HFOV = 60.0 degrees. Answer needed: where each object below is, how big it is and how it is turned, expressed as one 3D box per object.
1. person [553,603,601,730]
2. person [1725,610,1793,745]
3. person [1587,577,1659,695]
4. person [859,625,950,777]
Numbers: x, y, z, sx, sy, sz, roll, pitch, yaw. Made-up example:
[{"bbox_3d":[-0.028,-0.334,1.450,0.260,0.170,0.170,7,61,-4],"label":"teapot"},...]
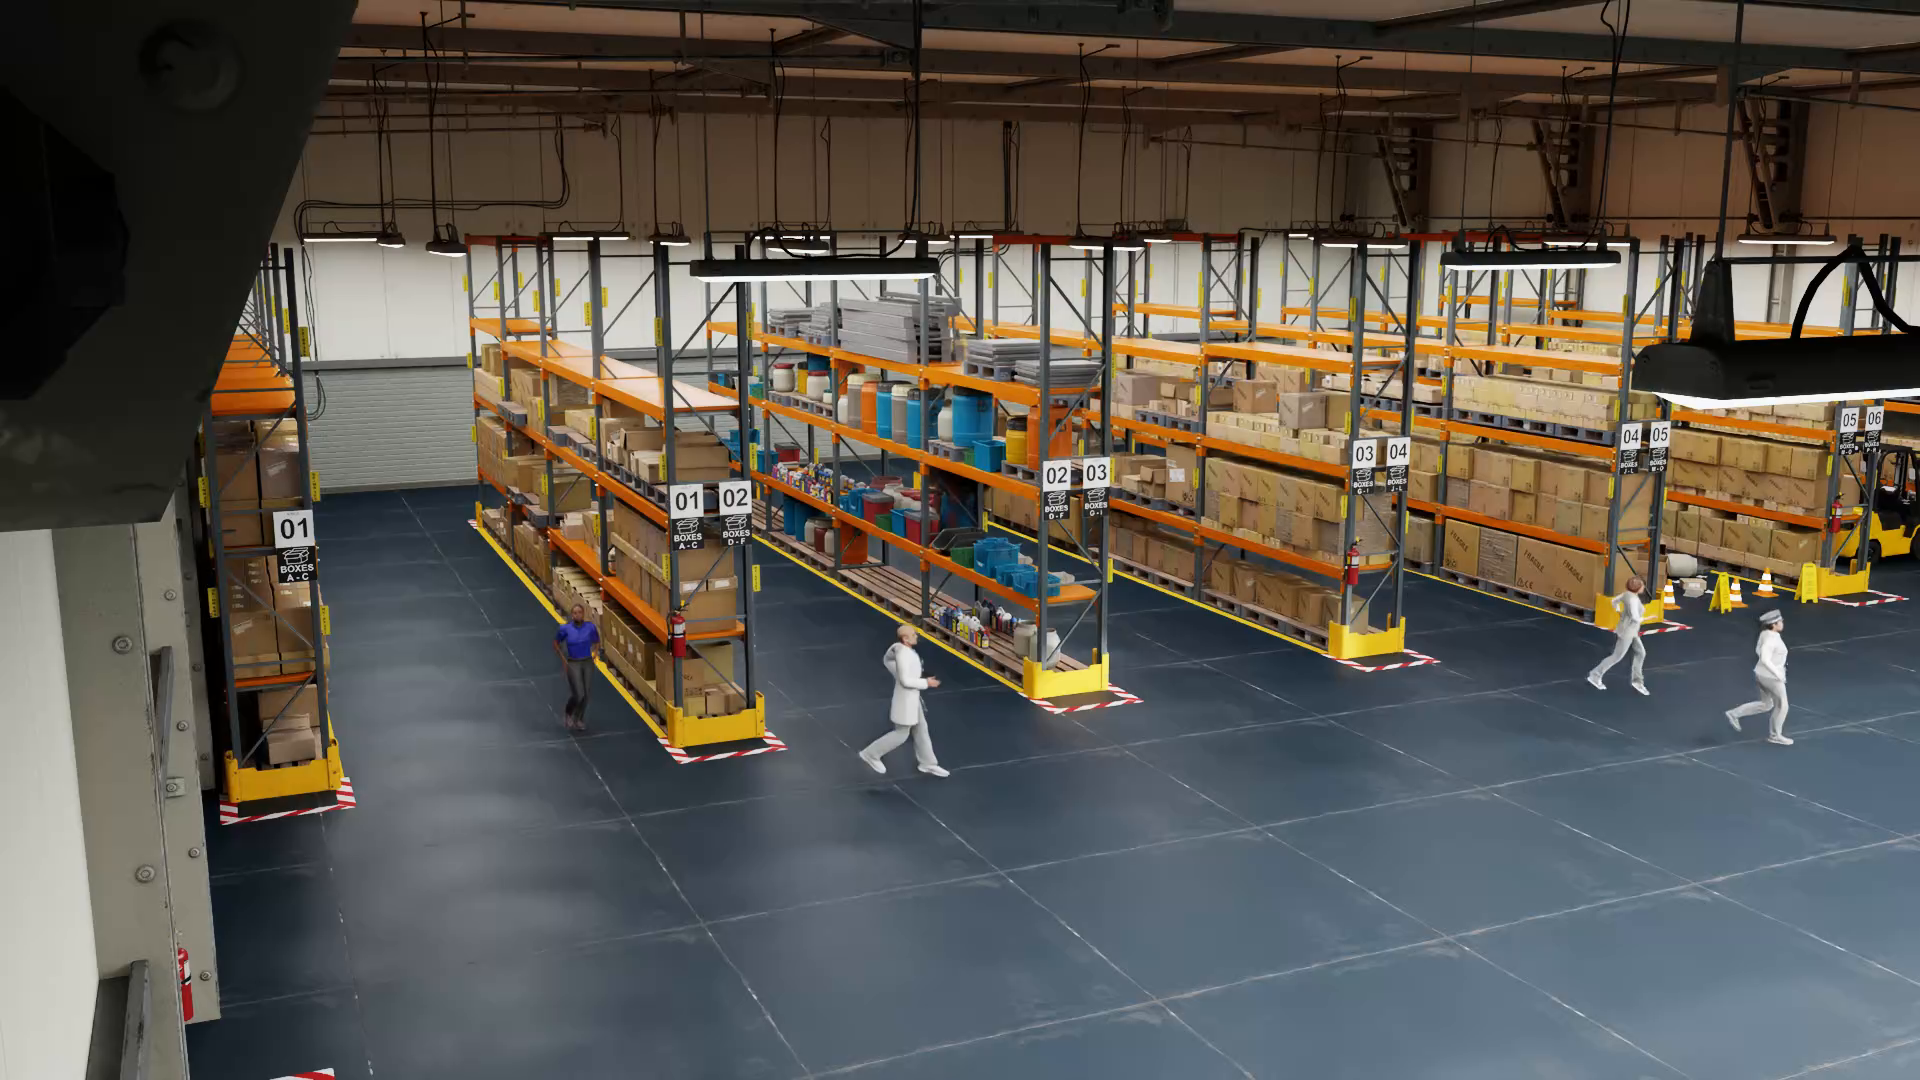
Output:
[{"bbox_3d":[-4.706,1.589,20.660,0.560,1.621,0.582,-6,12,-27],"label":"person"},{"bbox_3d":[9.772,1.657,20.187,0.781,1.670,0.635,2,11,11],"label":"person"},{"bbox_3d":[8.907,1.281,22.334,0.848,1.633,0.524,3,11,16],"label":"person"},{"bbox_3d":[-0.634,1.843,18.916,1.031,1.802,0.727,0,11,-1],"label":"person"}]
